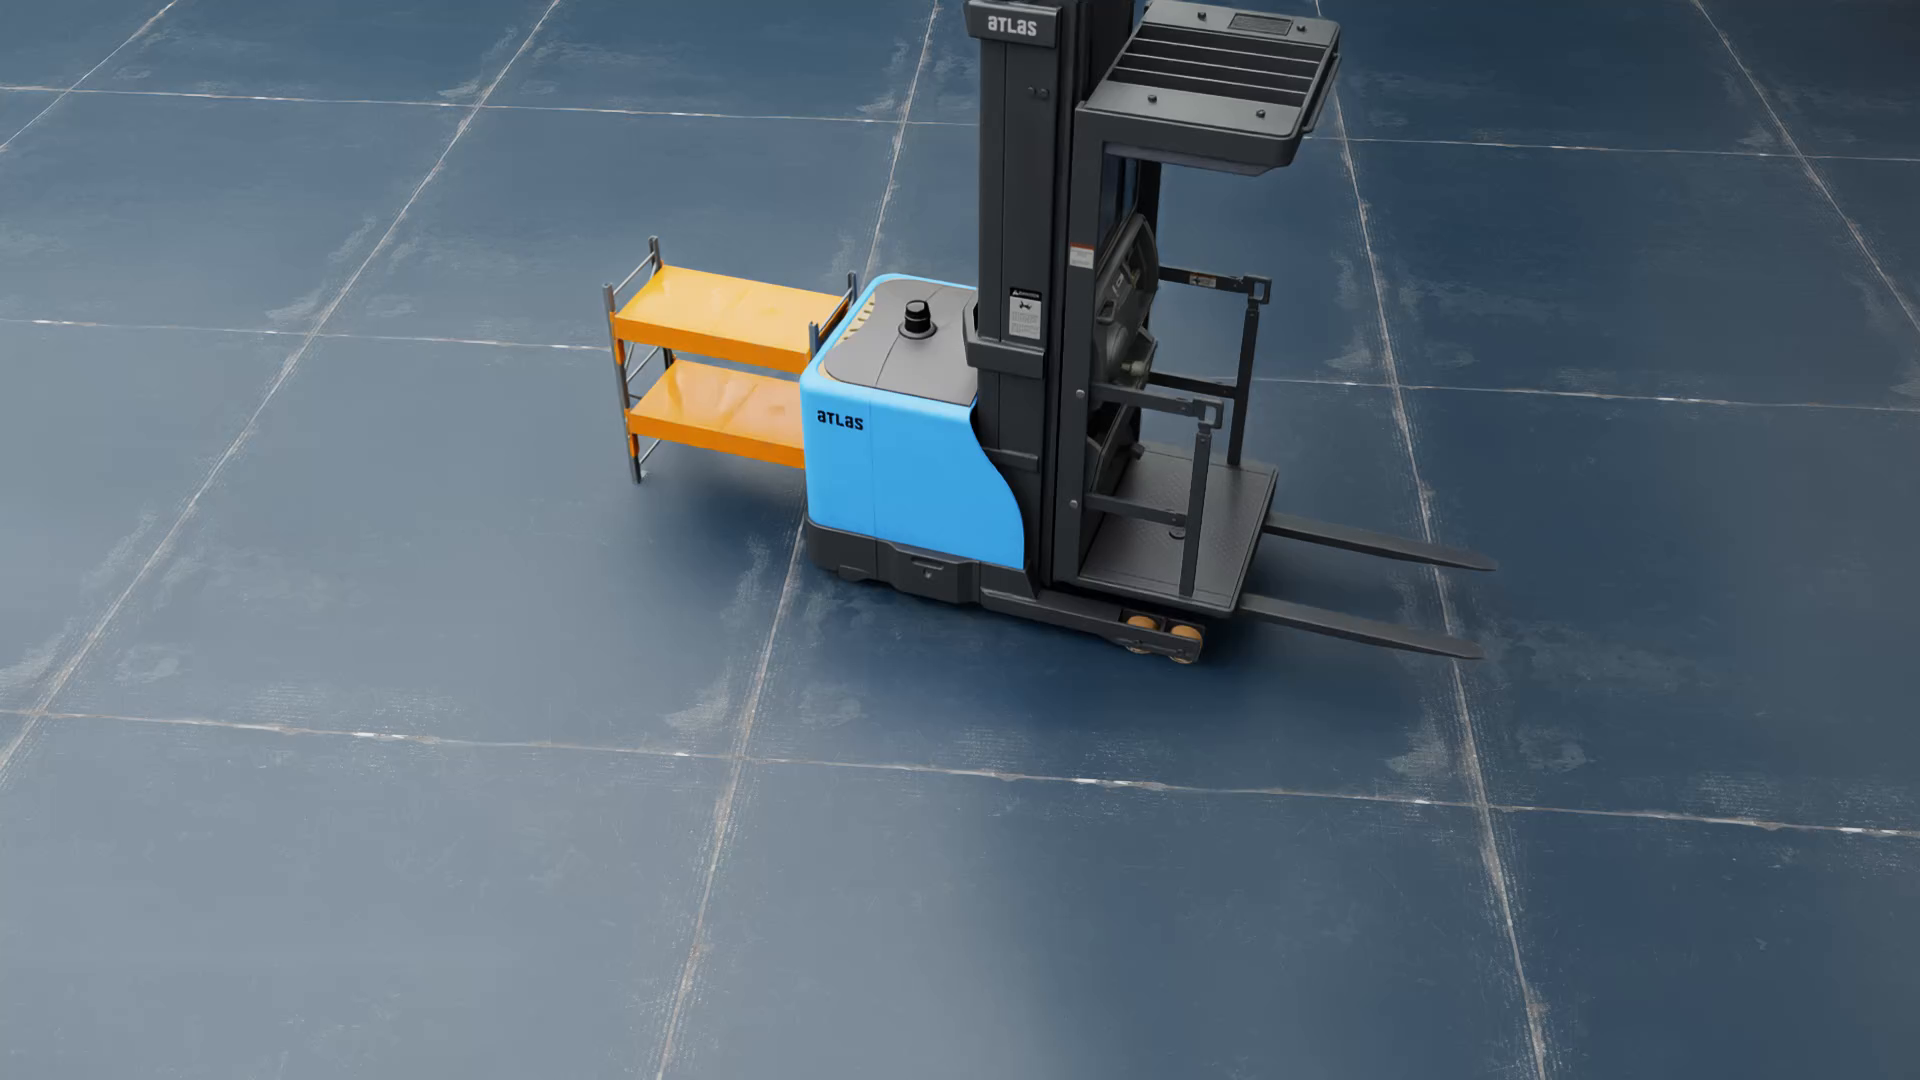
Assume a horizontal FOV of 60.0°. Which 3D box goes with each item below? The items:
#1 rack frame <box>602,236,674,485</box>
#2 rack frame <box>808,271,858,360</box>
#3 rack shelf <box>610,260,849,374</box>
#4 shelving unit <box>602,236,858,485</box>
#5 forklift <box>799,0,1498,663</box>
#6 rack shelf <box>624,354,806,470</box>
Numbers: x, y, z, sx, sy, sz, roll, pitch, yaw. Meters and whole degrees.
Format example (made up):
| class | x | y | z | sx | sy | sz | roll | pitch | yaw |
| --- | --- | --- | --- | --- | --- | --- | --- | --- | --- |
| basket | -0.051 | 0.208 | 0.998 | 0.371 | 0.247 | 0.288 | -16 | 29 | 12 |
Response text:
| class | x | y | z | sx | sy | sz | roll | pitch | yaw |
| --- | --- | --- | --- | --- | --- | --- | --- | --- | --- |
| rack frame | -1.533 | -0.862 | 8.089 | 0.032 | 1.125 | 0.500 | 12 | 41 | 15 |
| rack frame | -0.572 | -0.654 | 7.833 | 0.032 | 1.125 | 0.500 | 12 | 41 | 15 |
| rack shelf | -1.053 | -0.985 | 7.776 | 1.000 | 0.278 | 0.538 | 12 | 41 | 15 |
| shelving unit | -1.053 | -0.758 | 7.961 | 1.048 | 1.125 | 0.538 | 12 | 41 | 15 |
| forklift | 0.871 | -0.978 | 6.800 | 3.031 | 2.935 | 1.130 | 12 | 41 | 15 |
| rack shelf | -1.053 | -0.569 | 8.115 | 1.000 | 0.278 | 0.538 | 12 | 41 | 15 |
